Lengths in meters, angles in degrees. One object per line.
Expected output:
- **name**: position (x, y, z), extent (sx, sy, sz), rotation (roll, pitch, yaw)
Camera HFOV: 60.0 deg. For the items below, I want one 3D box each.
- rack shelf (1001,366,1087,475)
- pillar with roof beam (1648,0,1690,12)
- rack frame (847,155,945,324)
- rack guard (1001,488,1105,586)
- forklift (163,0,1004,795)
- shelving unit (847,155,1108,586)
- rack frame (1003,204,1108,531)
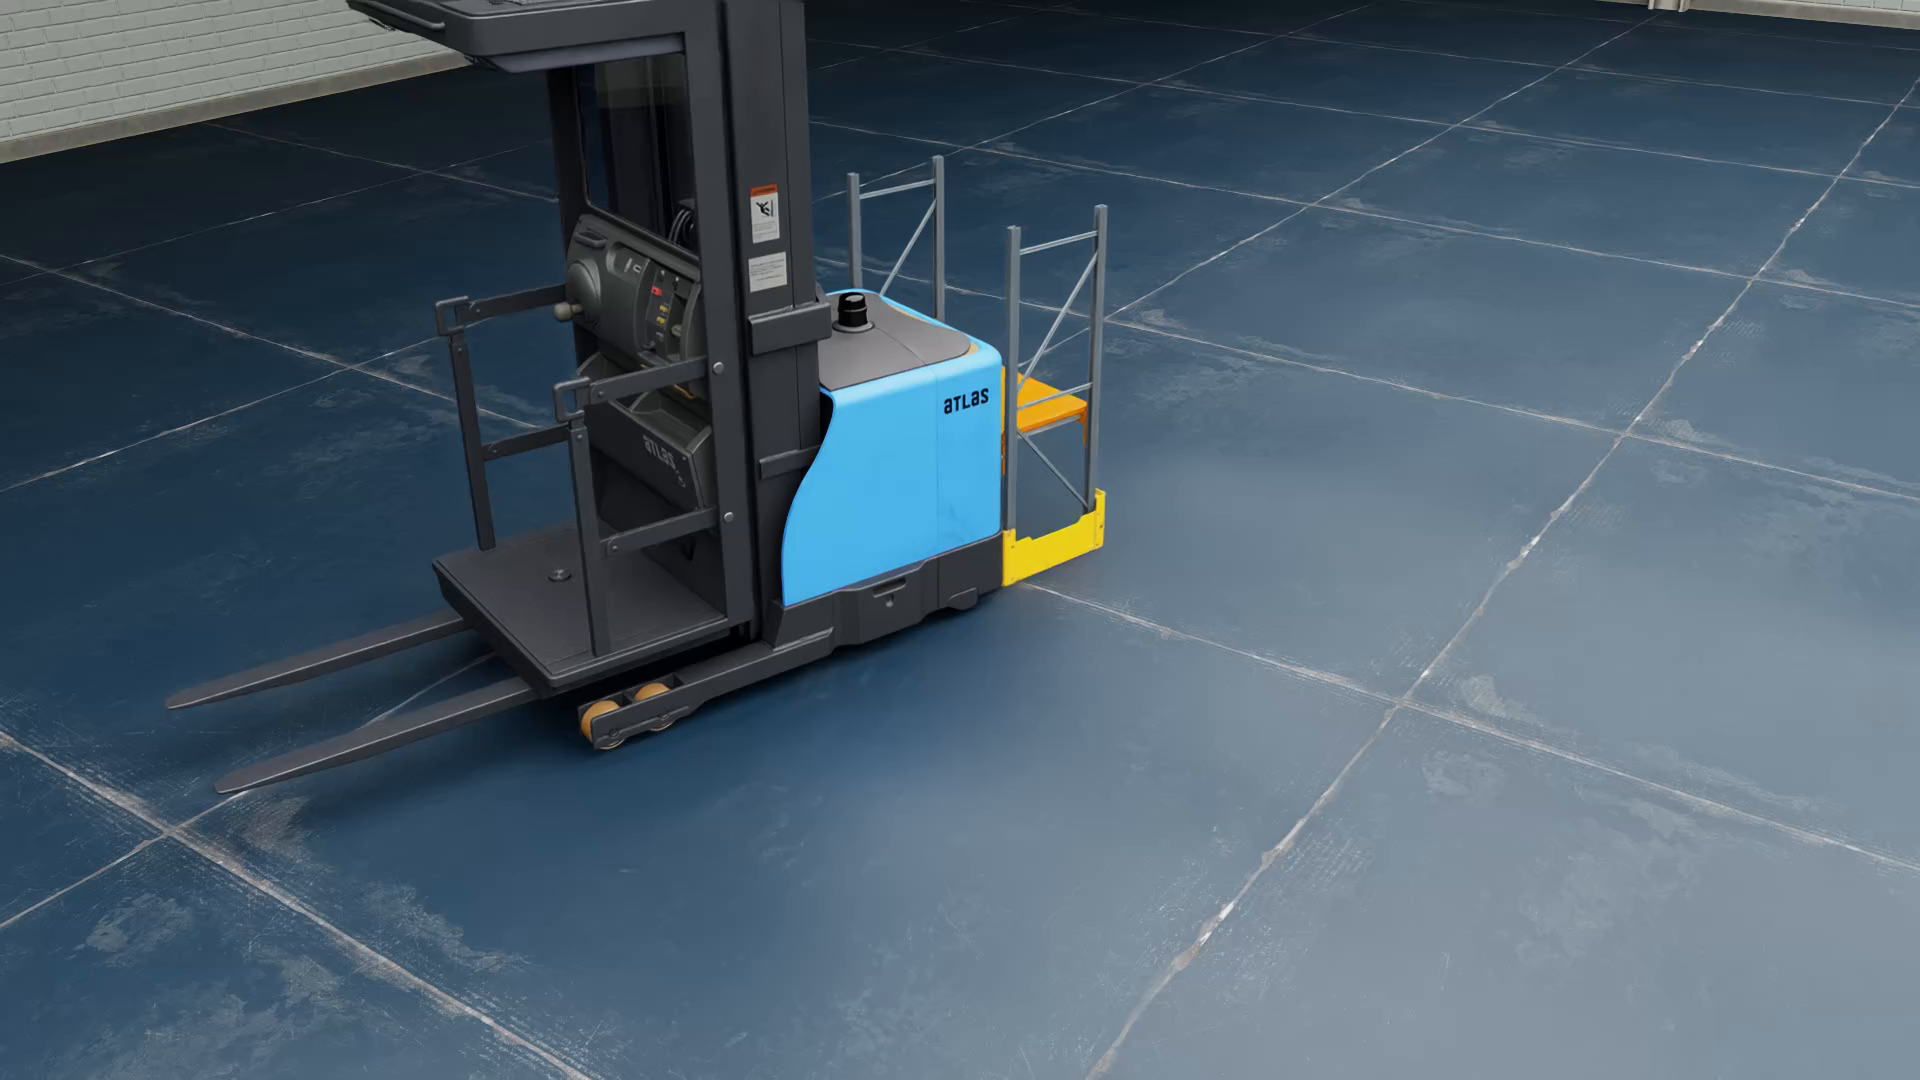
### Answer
- **rack shelf**: position (0.052, -0.591, 7.154), extent (0.538, 0.185, 1.000), rotation (-21, 33, -35)
- **pillar with roof beam**: position (5.863, -8.625, 14.277), extent (0.400, 9.000, 9.100), rotation (17, 32, 30)
- **rack frame**: position (-0.272, -0.928, 7.421), extent (0.500, 1.500, 0.032), rotation (-21, 33, -35)
- **rack guard**: position (0.376, -0.017, 7.008), extent (0.587, 0.250, 0.087), rotation (-21, 33, -35)
- **forklift**: position (-1.309, -0.847, 5.682), extent (3.031, 2.935, 1.130), rotation (-19, 32, -32)
- **shelving unit**: position (0.058, -0.748, 7.066), extent (0.587, 1.500, 1.083), rotation (-21, 33, -35)
- **rack frame**: position (0.377, -0.573, 6.723), extent (0.500, 1.500, 0.032), rotation (-21, 33, -35)
